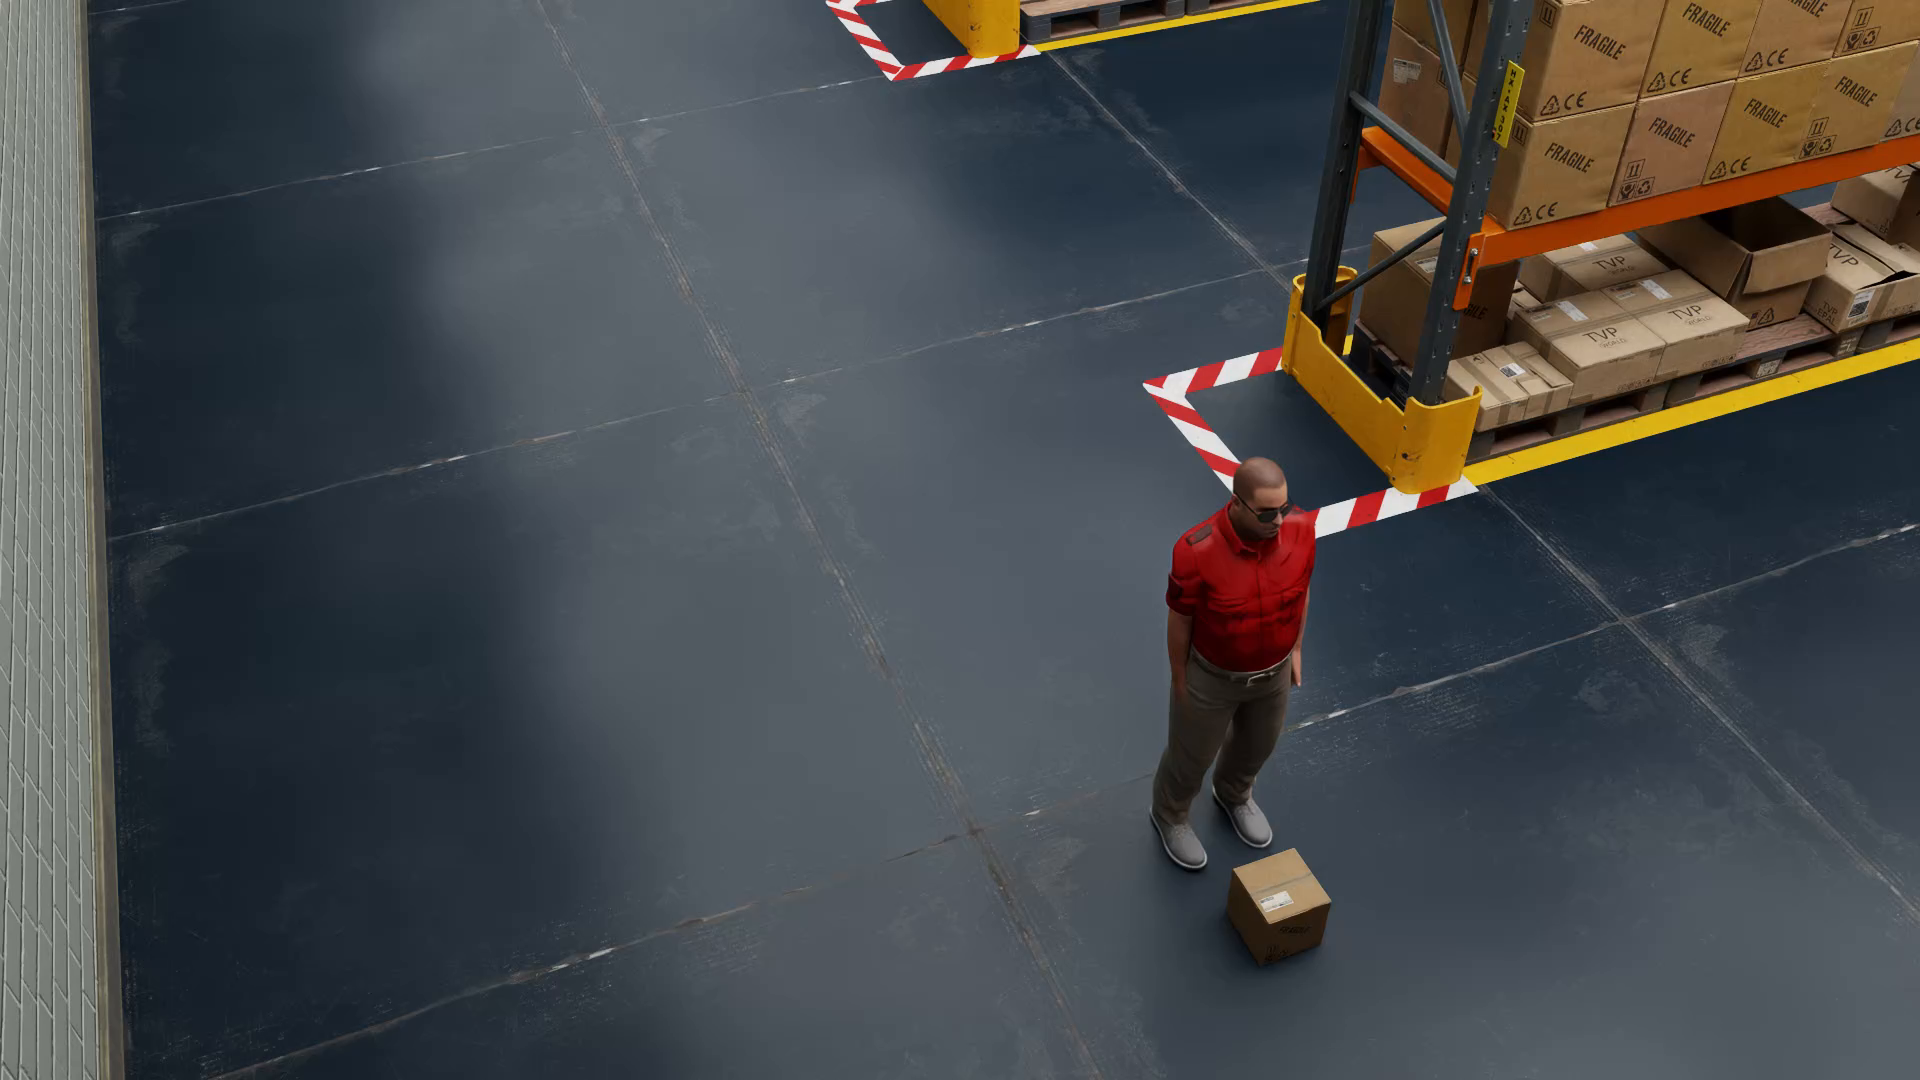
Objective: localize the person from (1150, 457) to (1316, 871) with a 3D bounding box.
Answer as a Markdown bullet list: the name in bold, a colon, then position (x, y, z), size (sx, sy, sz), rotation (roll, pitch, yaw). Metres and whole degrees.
- **person**: position (0.951, 0.438, 5.685), size (0.527, 1.729, 0.360), rotation (-14, 43, -15)
